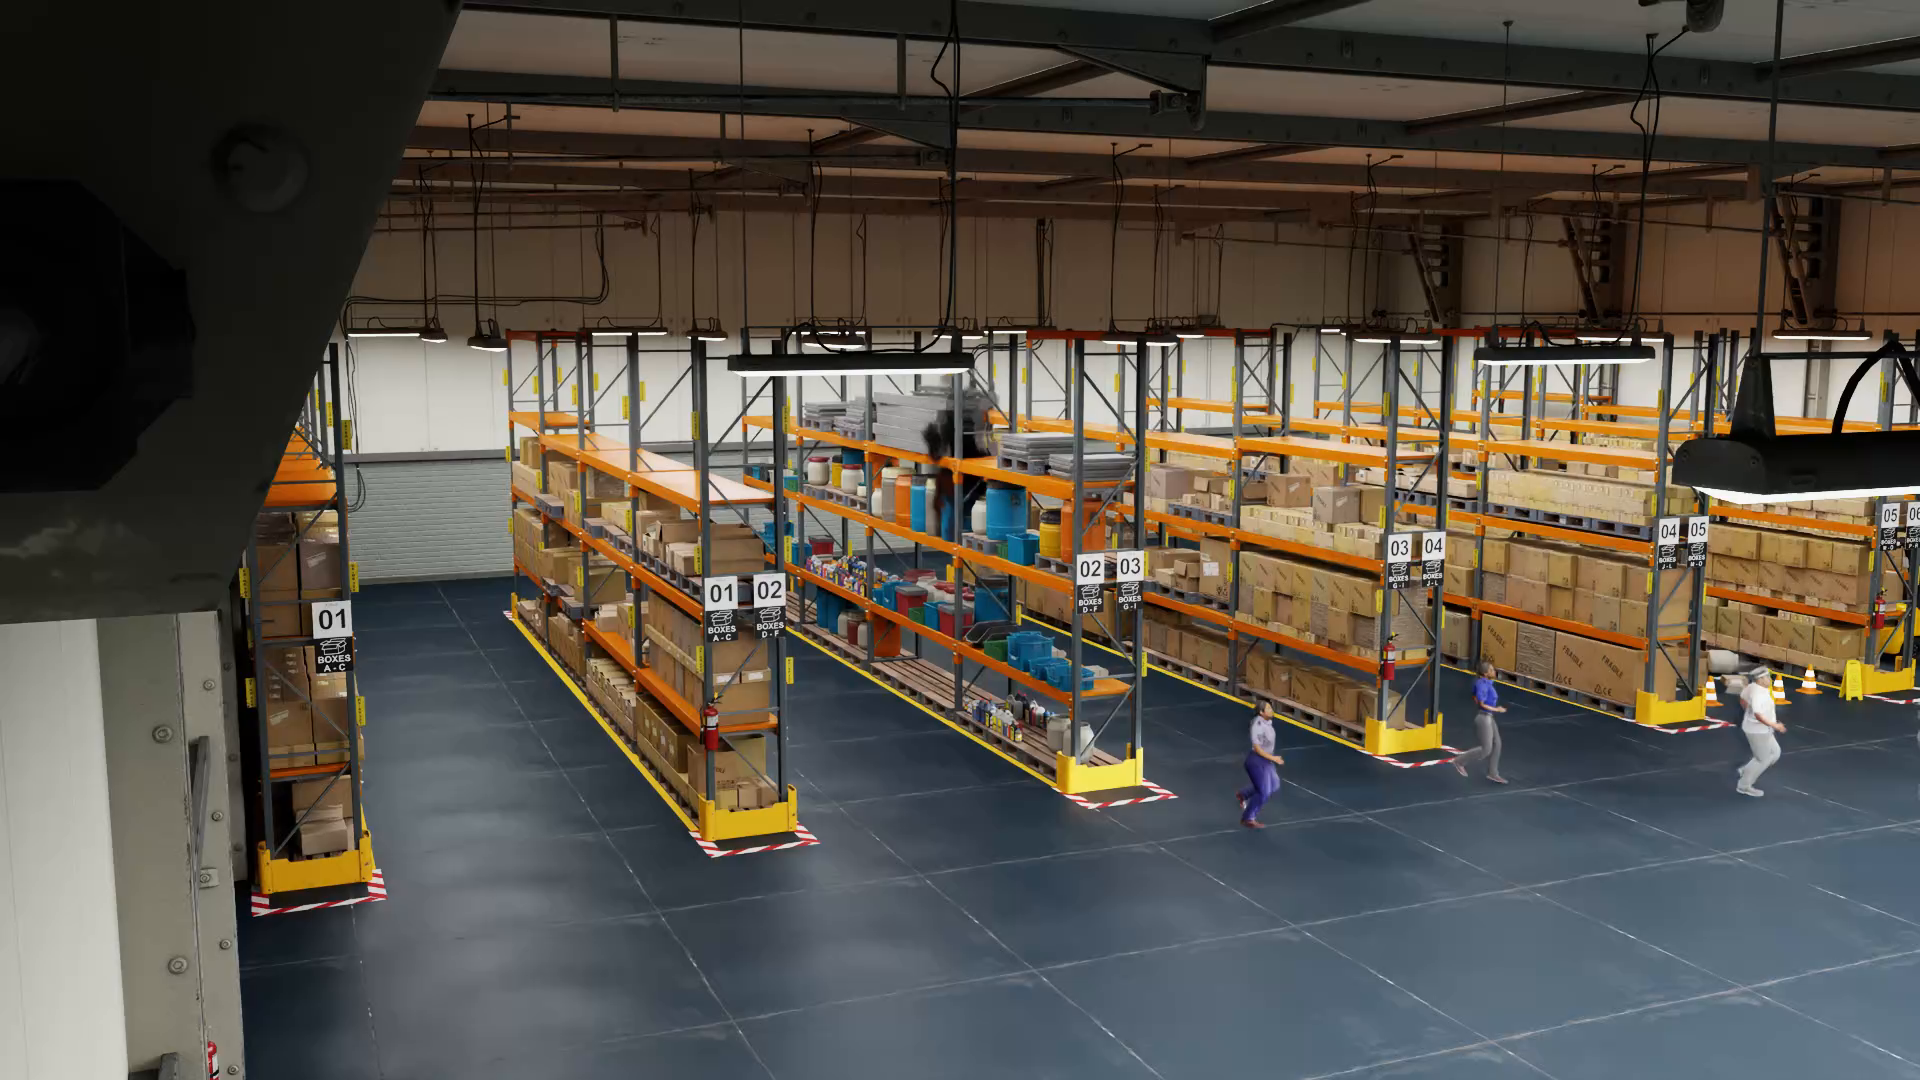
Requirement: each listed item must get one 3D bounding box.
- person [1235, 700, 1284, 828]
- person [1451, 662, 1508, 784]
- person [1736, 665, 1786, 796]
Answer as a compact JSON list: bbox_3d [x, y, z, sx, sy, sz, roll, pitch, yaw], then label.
[{"bbox_3d":[3.735,2.763,20.585,0.574,1.612,0.630,2,8,17],"label":"person"},{"bbox_3d":[7.065,2.476,22.515,0.743,1.670,0.578,3,8,20],"label":"person"},{"bbox_3d":[10.573,2.499,21.919,0.541,1.746,0.674,2,8,17],"label":"person"}]
